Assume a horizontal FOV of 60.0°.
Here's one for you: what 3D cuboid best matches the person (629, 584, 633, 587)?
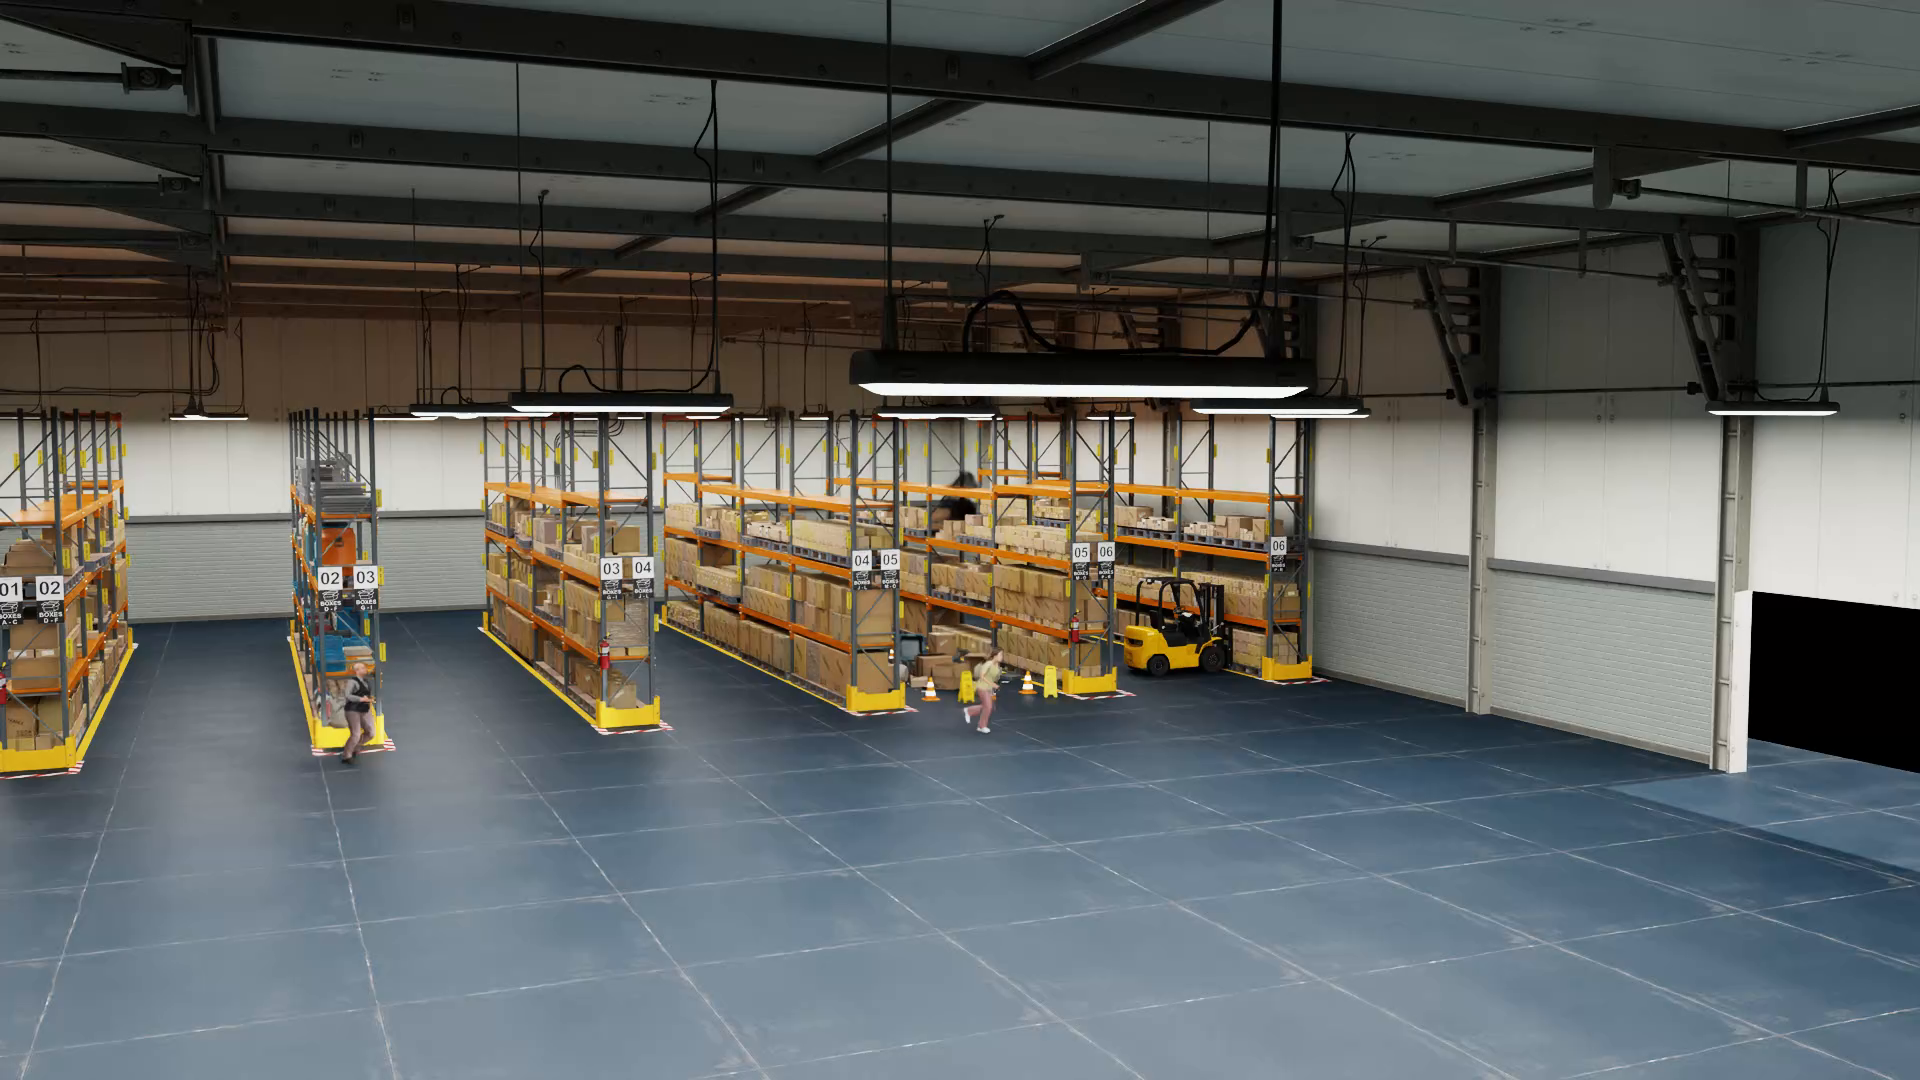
[{"bbox_3d":[-9.355,1.571,48.119,0.653,1.568,0.613,2,5,29],"label":"person"}]

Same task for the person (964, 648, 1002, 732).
[{"bbox_3d":[0.446,2.783,30.979,0.792,1.570,0.582,2,5,29],"label":"person"}]

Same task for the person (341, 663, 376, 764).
[{"bbox_3d":[-10.097,2.913,28.081,0.613,1.675,0.672,1,4,14],"label":"person"}]
